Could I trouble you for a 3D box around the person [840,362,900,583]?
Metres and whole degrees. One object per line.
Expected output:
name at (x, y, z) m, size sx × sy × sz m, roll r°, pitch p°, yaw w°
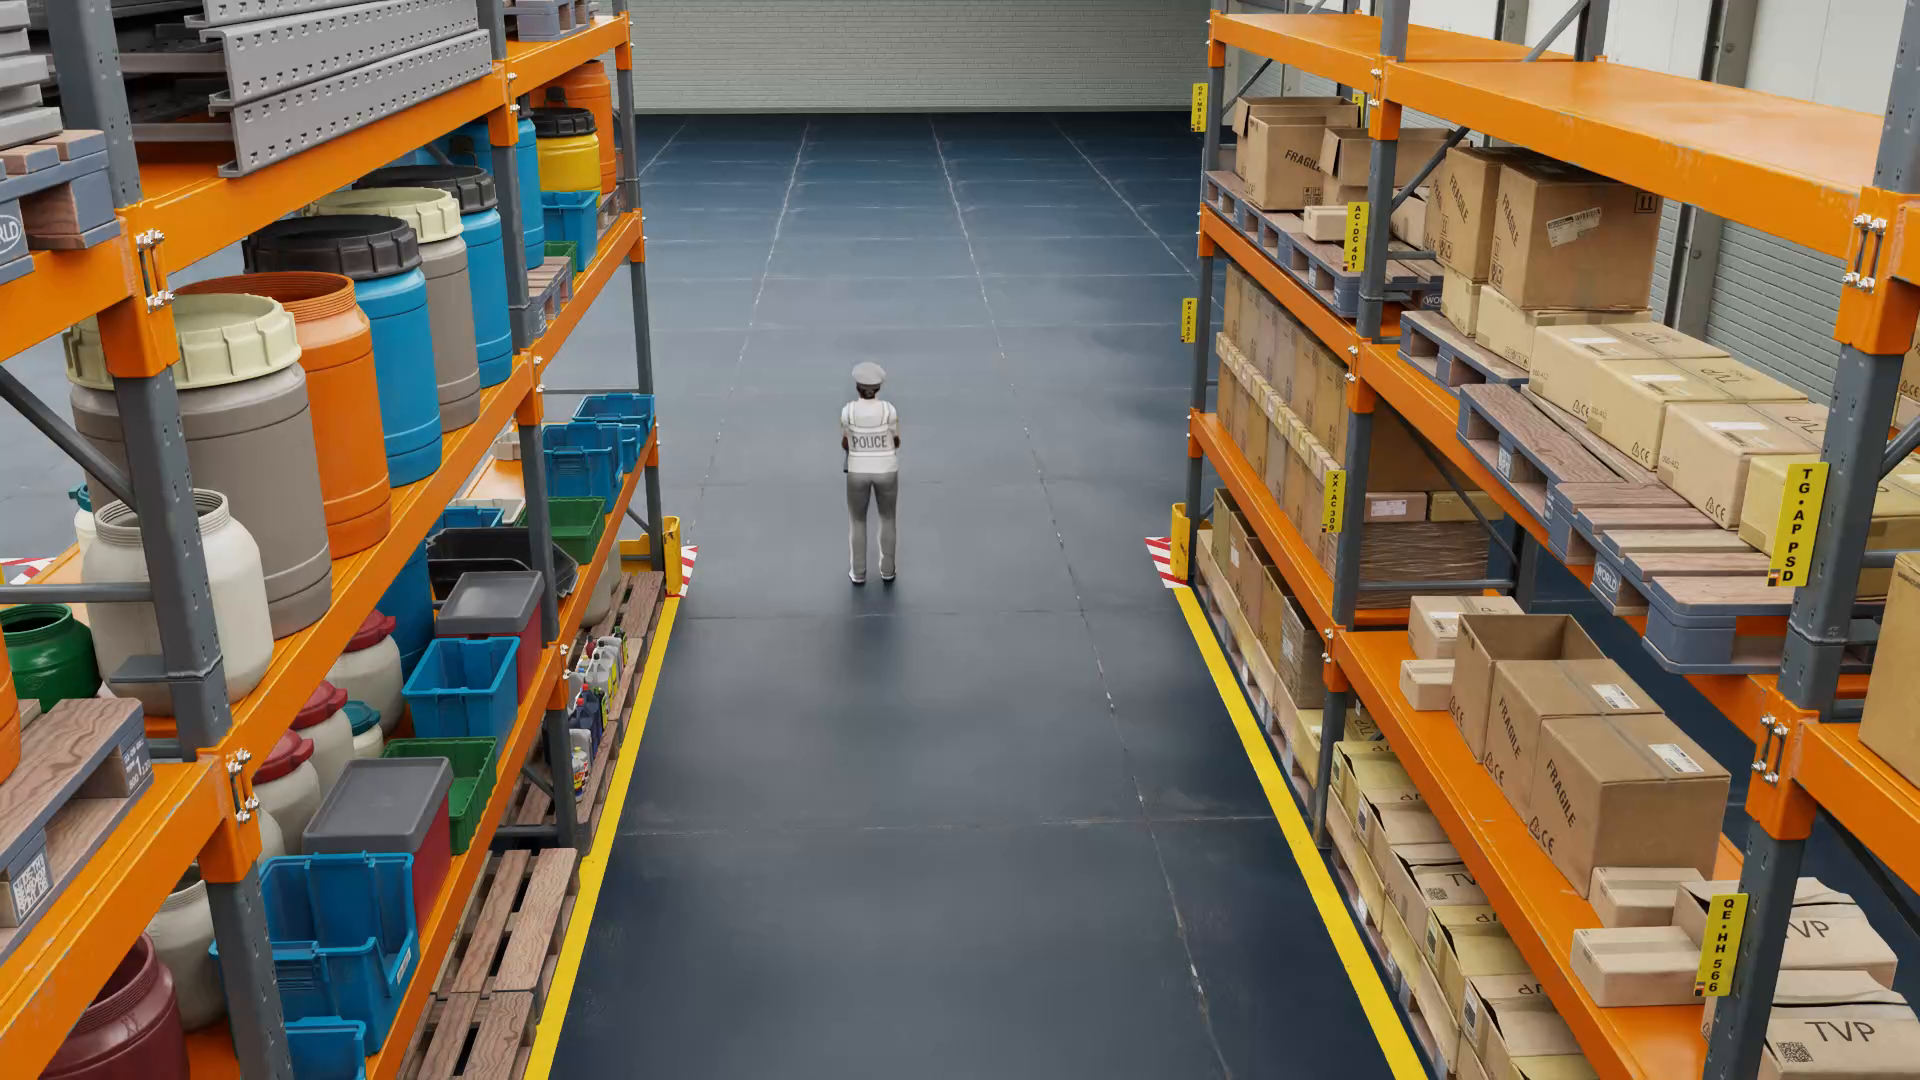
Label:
person at (-0.663, -0.520, 12.436) m, size 0.442 × 1.692 × 0.517 m, roll -1°, pitch 21°, yaw -3°
